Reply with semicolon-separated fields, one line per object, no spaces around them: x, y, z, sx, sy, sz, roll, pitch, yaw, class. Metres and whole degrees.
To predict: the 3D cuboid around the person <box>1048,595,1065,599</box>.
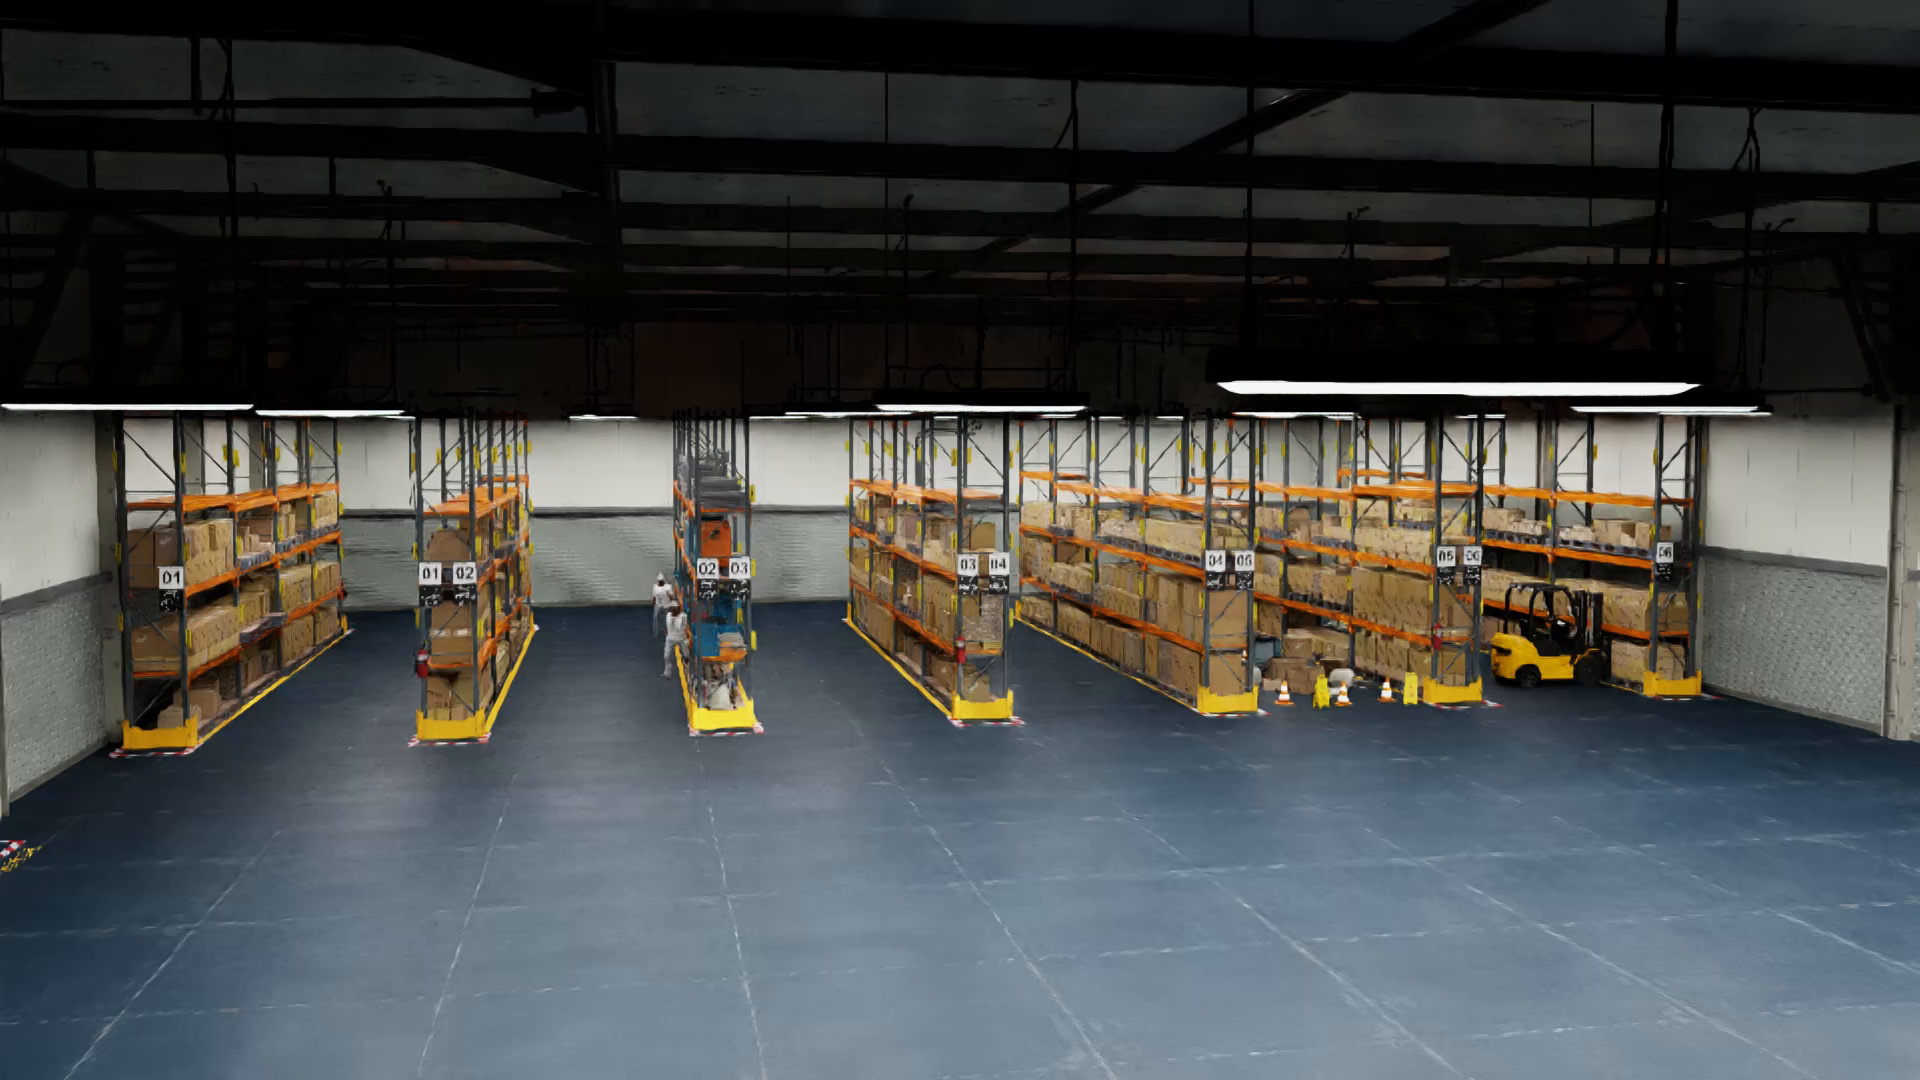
3.109;1.067;53.292;0.631;1.733;1.018;1;4;13;person

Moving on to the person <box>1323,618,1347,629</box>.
10.397;1.548;46.012;0.641;1.772;0.692;1;4;11;person

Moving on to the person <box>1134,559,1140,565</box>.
5.316;1.266;50.032;0.413;1.768;0.651;0;4;5;person

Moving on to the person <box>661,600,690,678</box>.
-6.356;2.211;37.341;0.602;1.733;0.992;1;4;9;person

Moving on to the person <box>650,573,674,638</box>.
-7.901;1.729;44.266;0.616;1.714;0.971;1;4;10;person
